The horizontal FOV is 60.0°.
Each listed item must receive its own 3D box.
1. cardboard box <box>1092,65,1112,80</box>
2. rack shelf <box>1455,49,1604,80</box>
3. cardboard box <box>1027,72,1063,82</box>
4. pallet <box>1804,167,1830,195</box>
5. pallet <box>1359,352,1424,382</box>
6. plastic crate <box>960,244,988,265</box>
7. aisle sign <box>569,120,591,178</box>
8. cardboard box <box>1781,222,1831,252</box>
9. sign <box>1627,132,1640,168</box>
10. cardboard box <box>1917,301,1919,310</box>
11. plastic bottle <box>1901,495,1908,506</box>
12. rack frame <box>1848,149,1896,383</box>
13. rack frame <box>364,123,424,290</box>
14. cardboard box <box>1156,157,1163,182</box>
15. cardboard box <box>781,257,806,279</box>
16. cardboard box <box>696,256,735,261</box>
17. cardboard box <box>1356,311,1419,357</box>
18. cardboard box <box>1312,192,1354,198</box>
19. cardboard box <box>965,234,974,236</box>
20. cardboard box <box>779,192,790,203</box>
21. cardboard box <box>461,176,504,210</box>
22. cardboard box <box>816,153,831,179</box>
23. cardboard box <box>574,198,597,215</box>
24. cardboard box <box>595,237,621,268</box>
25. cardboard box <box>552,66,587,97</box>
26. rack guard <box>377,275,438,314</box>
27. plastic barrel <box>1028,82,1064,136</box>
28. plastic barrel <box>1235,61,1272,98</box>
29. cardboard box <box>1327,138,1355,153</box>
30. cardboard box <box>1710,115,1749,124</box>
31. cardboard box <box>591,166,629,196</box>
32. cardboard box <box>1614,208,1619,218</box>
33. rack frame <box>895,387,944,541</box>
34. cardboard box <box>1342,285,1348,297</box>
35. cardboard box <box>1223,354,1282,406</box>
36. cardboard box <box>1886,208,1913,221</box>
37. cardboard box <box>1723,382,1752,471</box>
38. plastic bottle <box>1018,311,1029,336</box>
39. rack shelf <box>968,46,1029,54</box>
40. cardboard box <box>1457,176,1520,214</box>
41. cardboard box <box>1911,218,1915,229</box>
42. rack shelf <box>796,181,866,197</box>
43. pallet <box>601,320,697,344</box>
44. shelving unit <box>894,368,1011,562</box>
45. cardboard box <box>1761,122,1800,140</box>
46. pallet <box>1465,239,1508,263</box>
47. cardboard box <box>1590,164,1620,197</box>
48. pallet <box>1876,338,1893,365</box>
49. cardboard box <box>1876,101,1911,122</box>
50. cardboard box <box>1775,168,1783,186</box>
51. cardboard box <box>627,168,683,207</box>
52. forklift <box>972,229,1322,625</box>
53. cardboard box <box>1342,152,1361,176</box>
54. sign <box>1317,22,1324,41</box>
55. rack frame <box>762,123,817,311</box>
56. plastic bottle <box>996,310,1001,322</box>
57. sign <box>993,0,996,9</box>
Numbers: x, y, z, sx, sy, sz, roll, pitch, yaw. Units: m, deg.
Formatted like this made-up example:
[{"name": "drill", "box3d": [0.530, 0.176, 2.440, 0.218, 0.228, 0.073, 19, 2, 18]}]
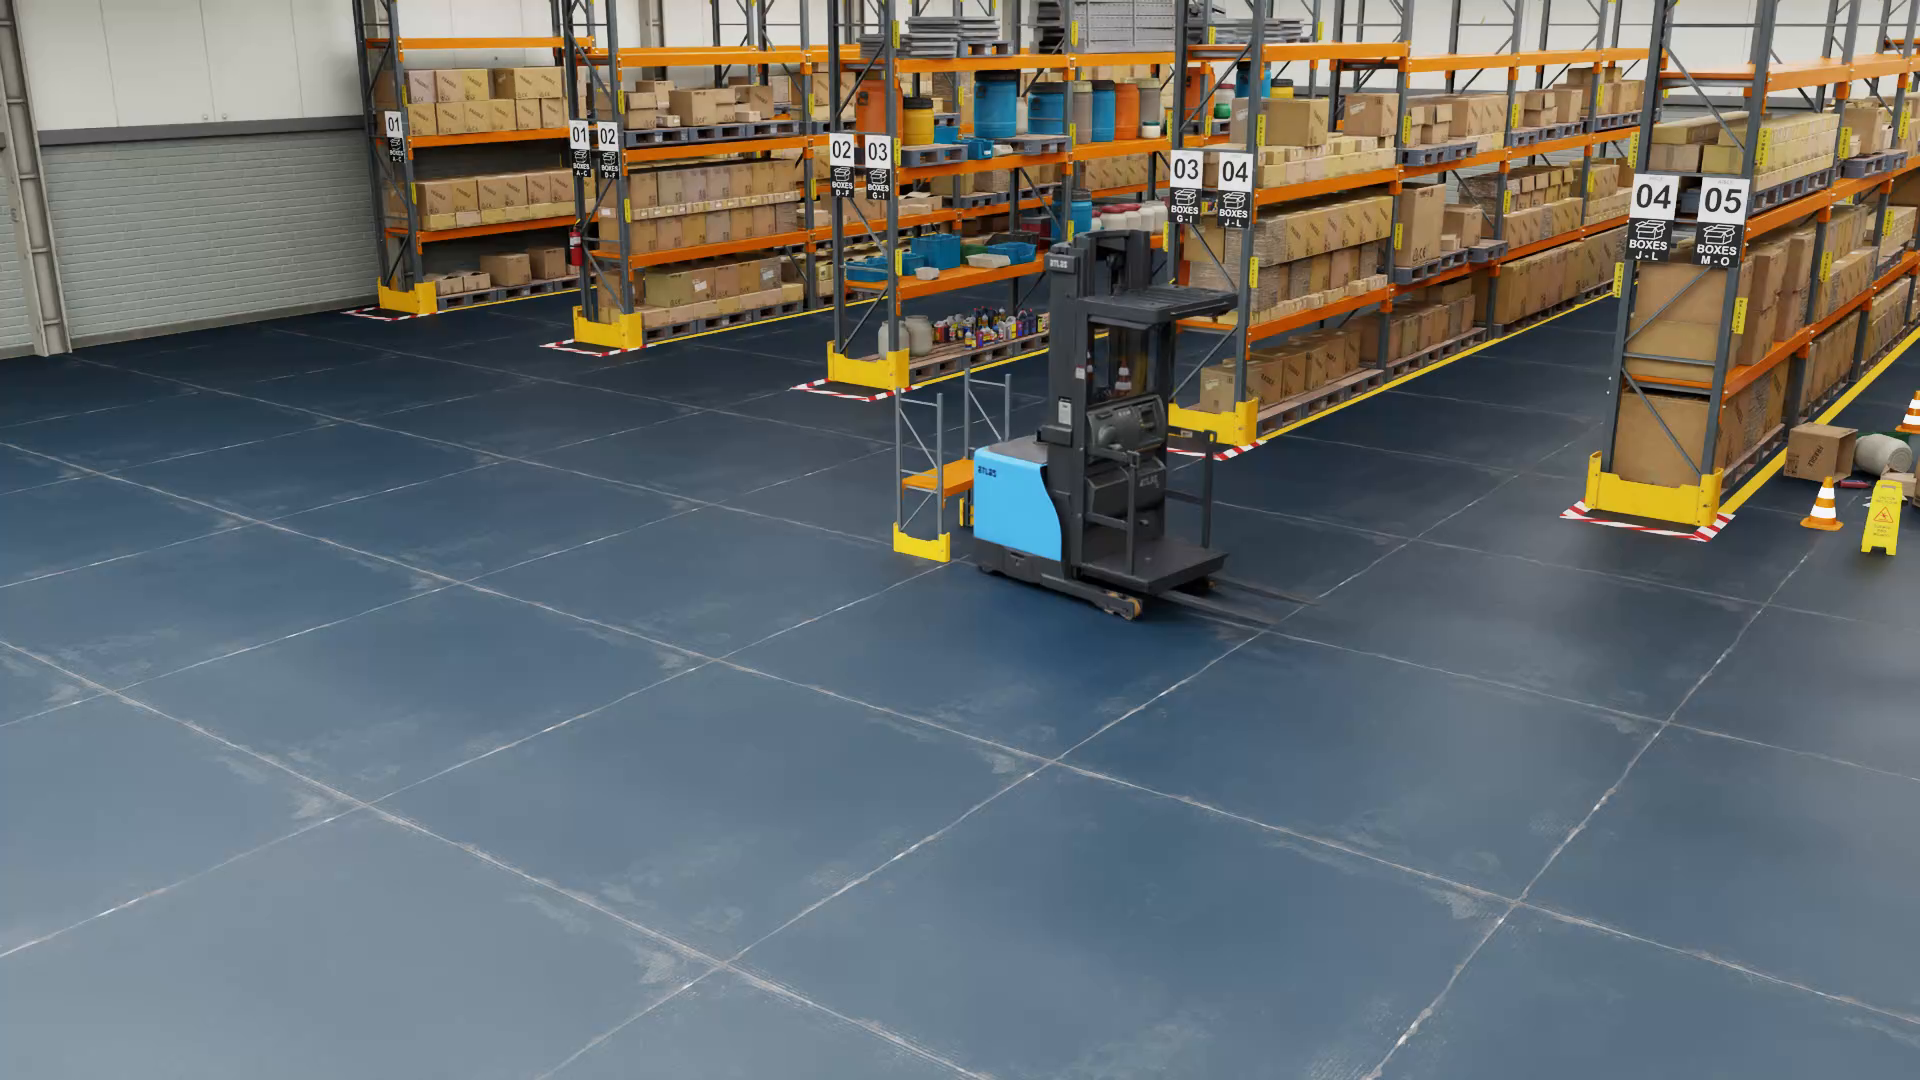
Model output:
[{"name": "cardboard box", "box3d": [2.630, -9.384, 33.499, 0.700, 0.500, 0.500, 12, 21, 35]}, {"name": "rack shelf", "box3d": [8.721, -7.313, 25.512, 1.077, 0.370, 4.000, 12, 21, 35]}, {"name": "cardboard box", "box3d": [1.599, -8.832, 32.528, 0.600, 0.600, 0.600, 10, 20, 30]}, {"name": "pallet", "box3d": [8.573, -3.850, 17.681, 1.003, 0.211, 1.213, 12, 21, 35]}, {"name": "pallet", "box3d": [5.608, -2.407, 22.645, 1.003, 0.211, 1.213, 12, 21, 35]}, {"name": "plastic crate", "box3d": [0.132, -4.054, 23.603, 0.450, 0.188, 0.662, 12, 21, 35]}, {"name": "aisle sign", "box3d": [-5.466, -5.630, 23.937, 0.394, 0.787, 0.004, 12, 21, 35]}, {"name": "cardboard box", "box3d": [9.665, -3.420, 19.351, 0.700, 0.500, 0.500, 12, 21, 34]}, {"name": "sign", "box3d": [6.258, -3.617, 15.421, 0.100, 0.325, 0.005, 12, 21, 35]}, {"name": "cardboard box", "box3d": [15.051, -3.743, 26.345, 0.380, 0.149, 0.250, 12, 21, 33]}, {"name": "plastic bottle", "box3d": [9.273, -0.404, 16.449, 0.133, 0.061, 0.283, 5, 18, 16]}, {"name": "rack frame", "box3d": [11.452, -3.605, 21.802, 1.000, 3.000, 0.127, 12, 21, 35]}, {"name": "rack frame", "box3d": [-9.172, -5.226, 27.022, 1.000, 3.000, 0.127, 12, 21, 35]}, {"name": "cardboard box", "box3d": [3.988, -7.931, 35.564, 0.500, 0.500, 0.500, 13, 21, 35]}, {"name": "cardboard box", "box3d": [-2.797, -4.607, 28.010, 0.500, 0.311, 0.500, 12, 21, 35]}, {"name": "cardboard box", "box3d": [-3.931, -4.257, 26.563, 0.500, 0.500, 0.500, 12, 21, 35]}, {"name": "cardboard box", "box3d": [5.828, -2.822, 22.753, 0.700, 0.500, 0.500, 12, 21, 34]}, {"name": "cardboard box", "box3d": [4.673, -4.158, 21.226, 0.500, 0.500, 0.500, 12, 21, 35]}, {"name": "cardboard box", "box3d": [-0.056, -5.538, 31.498, 0.500, 0.500, 0.500, 13, 22, 37]}, {"name": "cardboard box", "box3d": [-2.947, -5.501, 26.644, 0.380, 0.149, 0.250, 12, 21, 34]}, {"name": "cardboard box", "box3d": [-8.031, -5.821, 27.891, 0.500, 0.500, 0.500, 12, 21, 33]}, {"name": "cardboard box", "box3d": [-2.990, -7.768, 34.503, 0.500, 0.500, 0.500, 13, 22, 36]}, {"name": "cardboard box", "box3d": [-6.827, -5.951, 29.573, 0.500, 0.250, 0.500, 12, 21, 35]}, {"name": "cardboard box", "box3d": [-6.363, -5.374, 30.969, 0.700, 0.500, 0.500, 13, 22, 37]}, {"name": "cardboard box", "box3d": [-6.869, -7.979, 28.940, 0.500, 0.500, 0.500, 10, 20, 30]}, {"name": "rack guard", "box3d": [-9.127, -4.051, 27.451, 1.175, 0.500, 0.348, 12, 21, 35]}, {"name": "plastic barrel", "box3d": [1.297, -6.260, 24.447, 0.600, 0.901, 0.708, 12, 21, 35]}, {"name": "plastic barrel", "box3d": [5.041, -7.773, 28.611, 0.600, 0.901, 0.708, 12, 21, 35]}, {"name": "cardboard box", "box3d": [4.515, -4.735, 19.961, 0.380, 0.149, 0.250, 13, 22, 37]}, {"name": "cardboard box", "box3d": [7.973, -4.324, 17.262, 0.380, 0.149, 0.250, 13, 21, 35]}, {"name": "cardboard box", "box3d": [-6.458, -6.552, 30.381, 0.700, 0.500, 0.500, 12, 21, 35]}, {"name": "cardboard box", "box3d": [11.283, -5.722, 29.041, 0.380, 0.149, 0.250, 12, 21, 33]}, {"name": "rack frame", "box3d": [-0.354, -0.575, 14.572, 0.500, 1.500, 0.032, 12, 21, 35]}, {"name": "cardboard box", "box3d": [4.586, -3.108, 20.623, 0.380, 0.149, 0.250, 12, 21, 35]}, {"name": "cardboard box", "box3d": [3.477, -1.901, 19.822, 0.500, 0.500, 0.500, -13, 22, -36]}, {"name": "cardboard box", "box3d": [13.594, -4.728, 24.131, 0.380, 0.149, 0.250, 12, 21, 33]}, {"name": "cardboard box", "box3d": [7.559, -1.269, 17.153, 0.875, 0.875, 0.875, 12, 21, 34]}, {"name": "plastic bottle", "box3d": [0.901, -3.123, 23.975, 0.144, 0.351, 0.185, 11, 20, 32]}, {"name": "rack shelf", "box3d": [0.767, -9.064, 31.152, 1.077, 0.370, 4.000, 12, 21, 35]}, {"name": "cardboard box", "box3d": [7.978, -5.204, 25.090, 0.797, 0.503, 0.637, 13, 22, 37]}, {"name": "cardboard box", "box3d": [13.757, -4.651, 24.383, 0.380, 0.149, 0.250, 13, 22, 36]}, {"name": "rack shelf", "box3d": [-3.213, -7.264, 34.798, 1.077, 0.370, 4.000, 12, 21, 35]}, {"name": "pallet", "box3d": [-4.769, -3.210, 25.230, 1.003, 0.211, 1.213, 12, 21, 35]}, {"name": "shelving unit", "box3d": [-0.045, -0.698, 14.969, 0.587, 1.500, 1.083, 12, 21, 35]}, {"name": "cardboard box", "box3d": [7.898, -3.967, 16.112, 0.380, 0.149, 0.250, 12, 21, 34]}, {"name": "pallet", "box3d": [7.190, -4.226, 24.123, 1.213, 0.211, 1.003, 12, 21, 35]}, {"name": "cardboard box", "box3d": [11.009, -6.197, 28.633, 0.500, 0.500, 0.500, 12, 21, 33]}, {"name": "pallet", "box3d": [12.646, -2.749, 23.746, 1.003, 0.211, 1.213, 12, 21, 35]}, {"name": "cardboard box", "box3d": [12.222, -5.622, 21.778, 0.396, 0.266, 0.258, 12, 21, 35]}, {"name": "cardboard box", "box3d": [7.599, -3.467, 15.844, 0.380, 0.149, 0.250, 13, 21, 35]}, {"name": "cardboard box", "box3d": [-4.562, -5.267, 24.796, 0.700, 0.500, 0.500, 12, 21, 33]}, {"name": "forklift", "box3d": [1.503, -0.942, 13.340, 3.031, 2.935, 1.130, 16, 24, 42]}, {"name": "cardboard box", "box3d": [4.465, -4.514, 19.925, 0.500, 0.250, 0.500, 12, 21, 34]}, {"name": "sign", "box3d": [6.375, -9.001, 29.415, 0.100, 0.325, 0.005, 12, 21, 35]}, {"name": "rack frame", "box3d": [-2.808, -5.305, 27.274, 1.000, 3.000, 0.127, 12, 21, 35]}, {"name": "plastic bottle", "box3d": [0.541, -3.242, 24.471, 0.061, 0.283, 0.133, 12, 21, 35]}, {"name": "sign", "box3d": [0.789, -12.287, 37.934, 0.100, 0.325, 0.005, 12, 21, 35]}]
